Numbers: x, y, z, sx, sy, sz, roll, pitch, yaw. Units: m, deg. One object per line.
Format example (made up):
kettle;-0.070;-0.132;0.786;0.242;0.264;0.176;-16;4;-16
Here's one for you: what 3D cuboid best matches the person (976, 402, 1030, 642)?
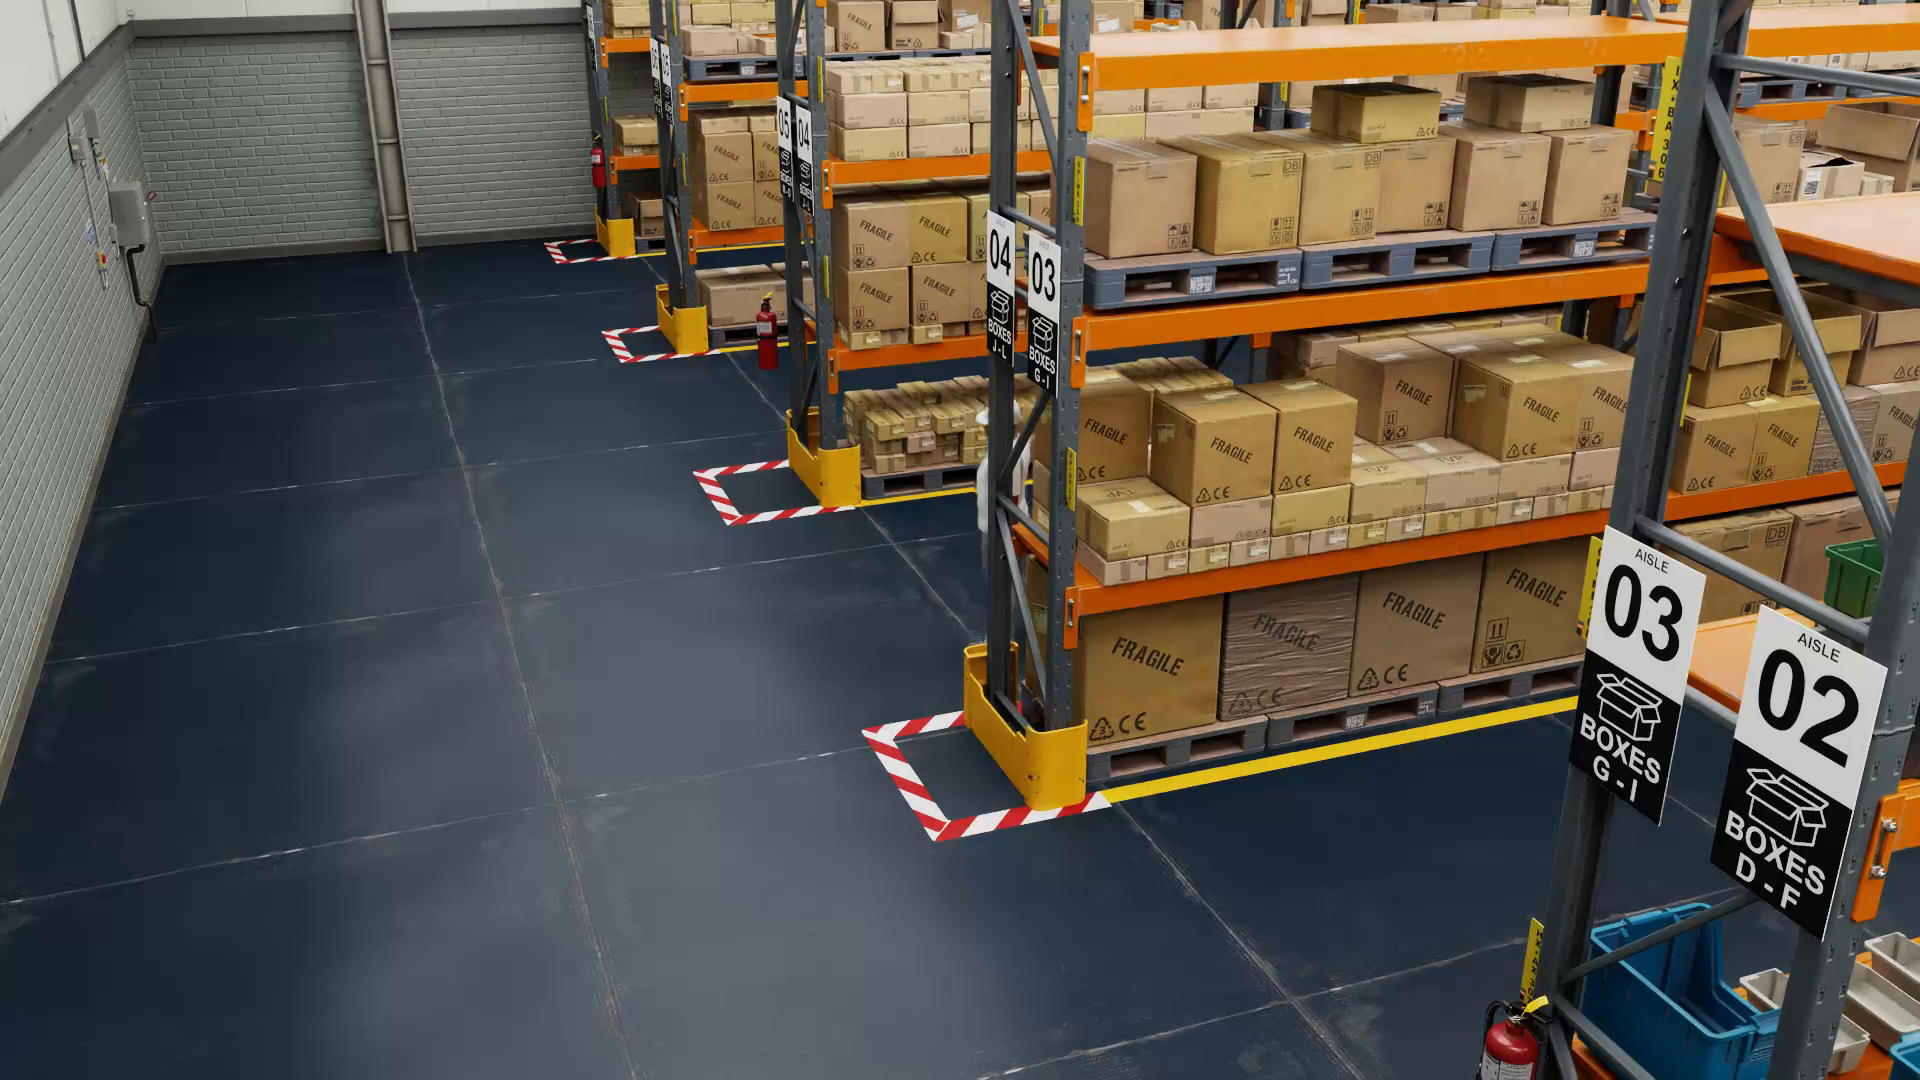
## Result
person;0.329;-0.110;11.060;0.451;1.758;0.703;5;23;11
